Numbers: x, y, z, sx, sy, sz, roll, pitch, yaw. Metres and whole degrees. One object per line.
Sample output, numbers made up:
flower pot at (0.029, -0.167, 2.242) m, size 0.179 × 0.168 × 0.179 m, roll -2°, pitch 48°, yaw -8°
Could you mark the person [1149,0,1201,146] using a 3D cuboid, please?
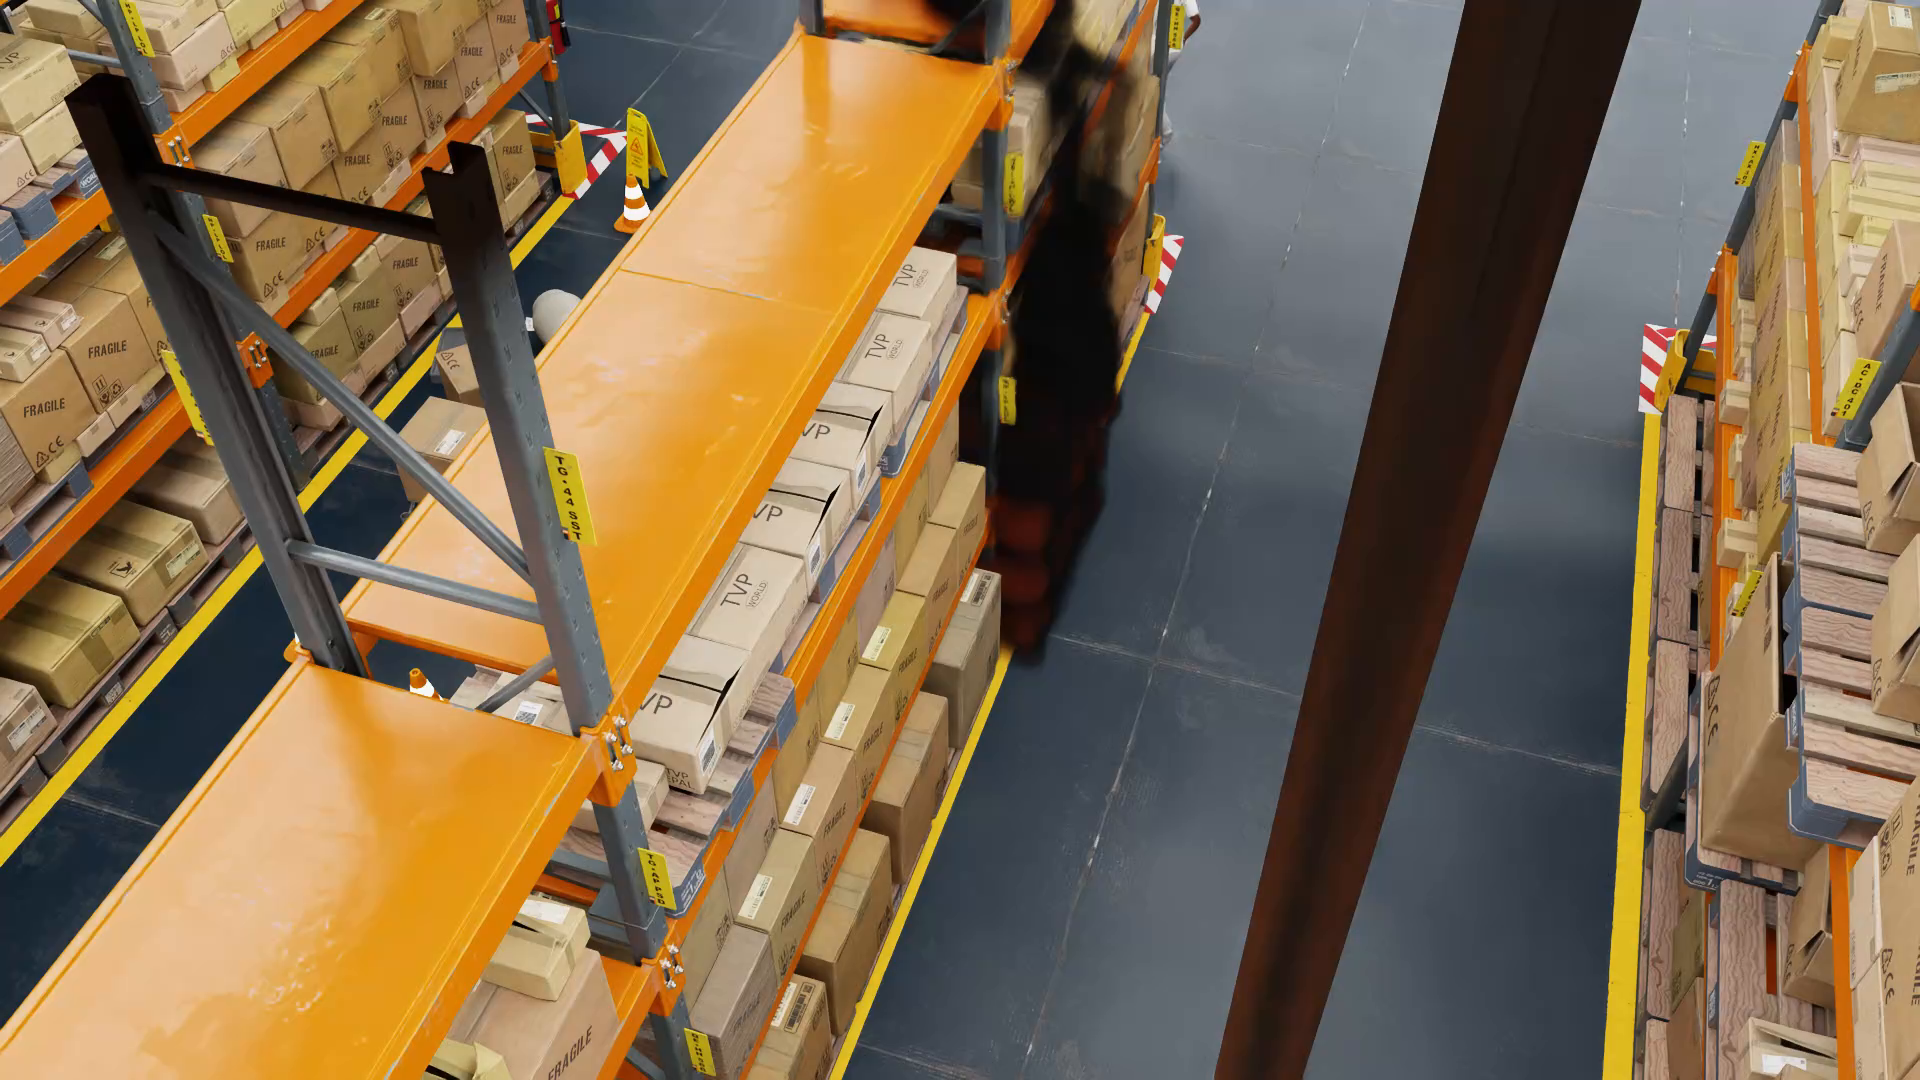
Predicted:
person at (1.712, -4.079, 13.969) m, size 0.556 × 1.677 × 0.841 m, roll -14°, pitch 47°, yaw -13°
